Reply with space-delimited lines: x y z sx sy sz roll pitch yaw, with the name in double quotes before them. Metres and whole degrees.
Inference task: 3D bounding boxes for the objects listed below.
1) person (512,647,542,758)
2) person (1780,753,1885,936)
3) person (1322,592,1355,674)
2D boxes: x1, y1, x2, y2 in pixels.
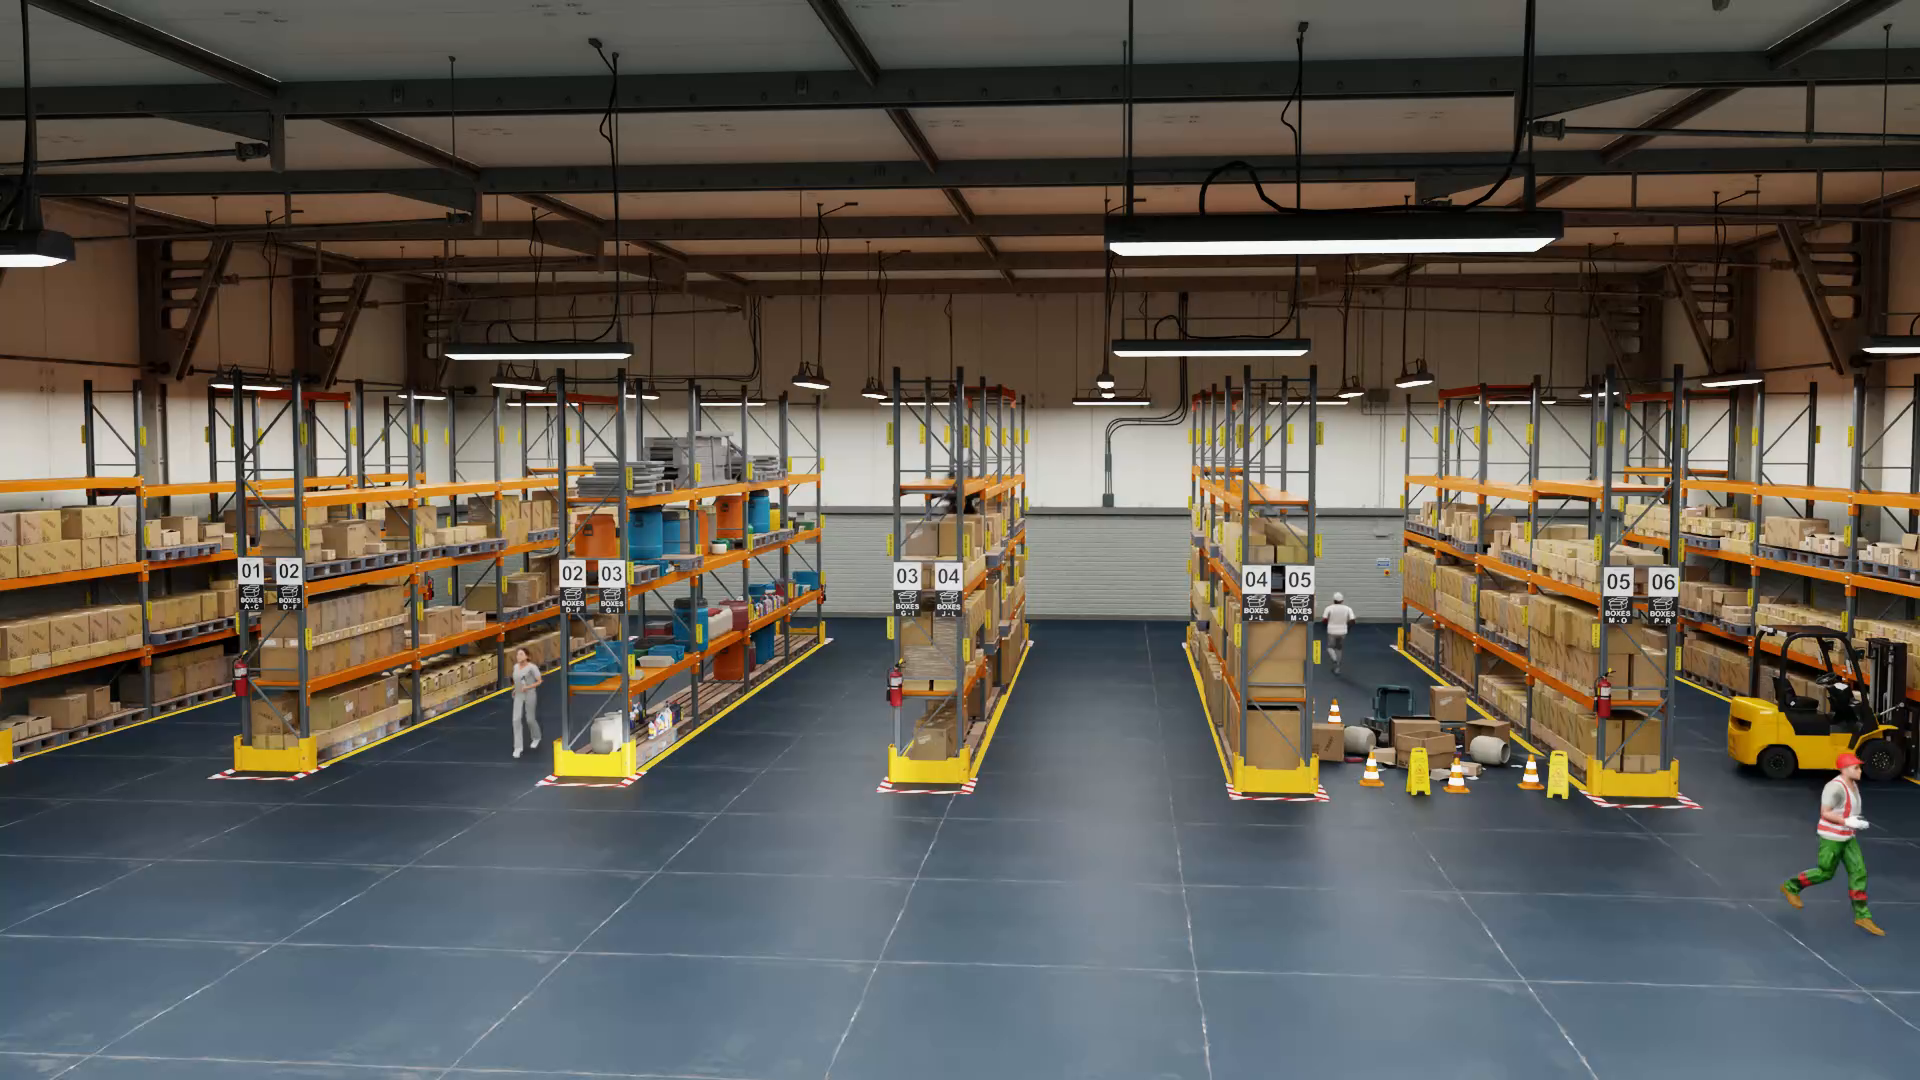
"person" -6.818 2.534 26.251 0.557 1.712 0.821 1 4 11
"person" 8.952 3.048 17.007 0.686 1.781 1.052 -3 5 -38
"person" 7.962 1.964 35.057 0.686 1.720 0.589 0 4 1
